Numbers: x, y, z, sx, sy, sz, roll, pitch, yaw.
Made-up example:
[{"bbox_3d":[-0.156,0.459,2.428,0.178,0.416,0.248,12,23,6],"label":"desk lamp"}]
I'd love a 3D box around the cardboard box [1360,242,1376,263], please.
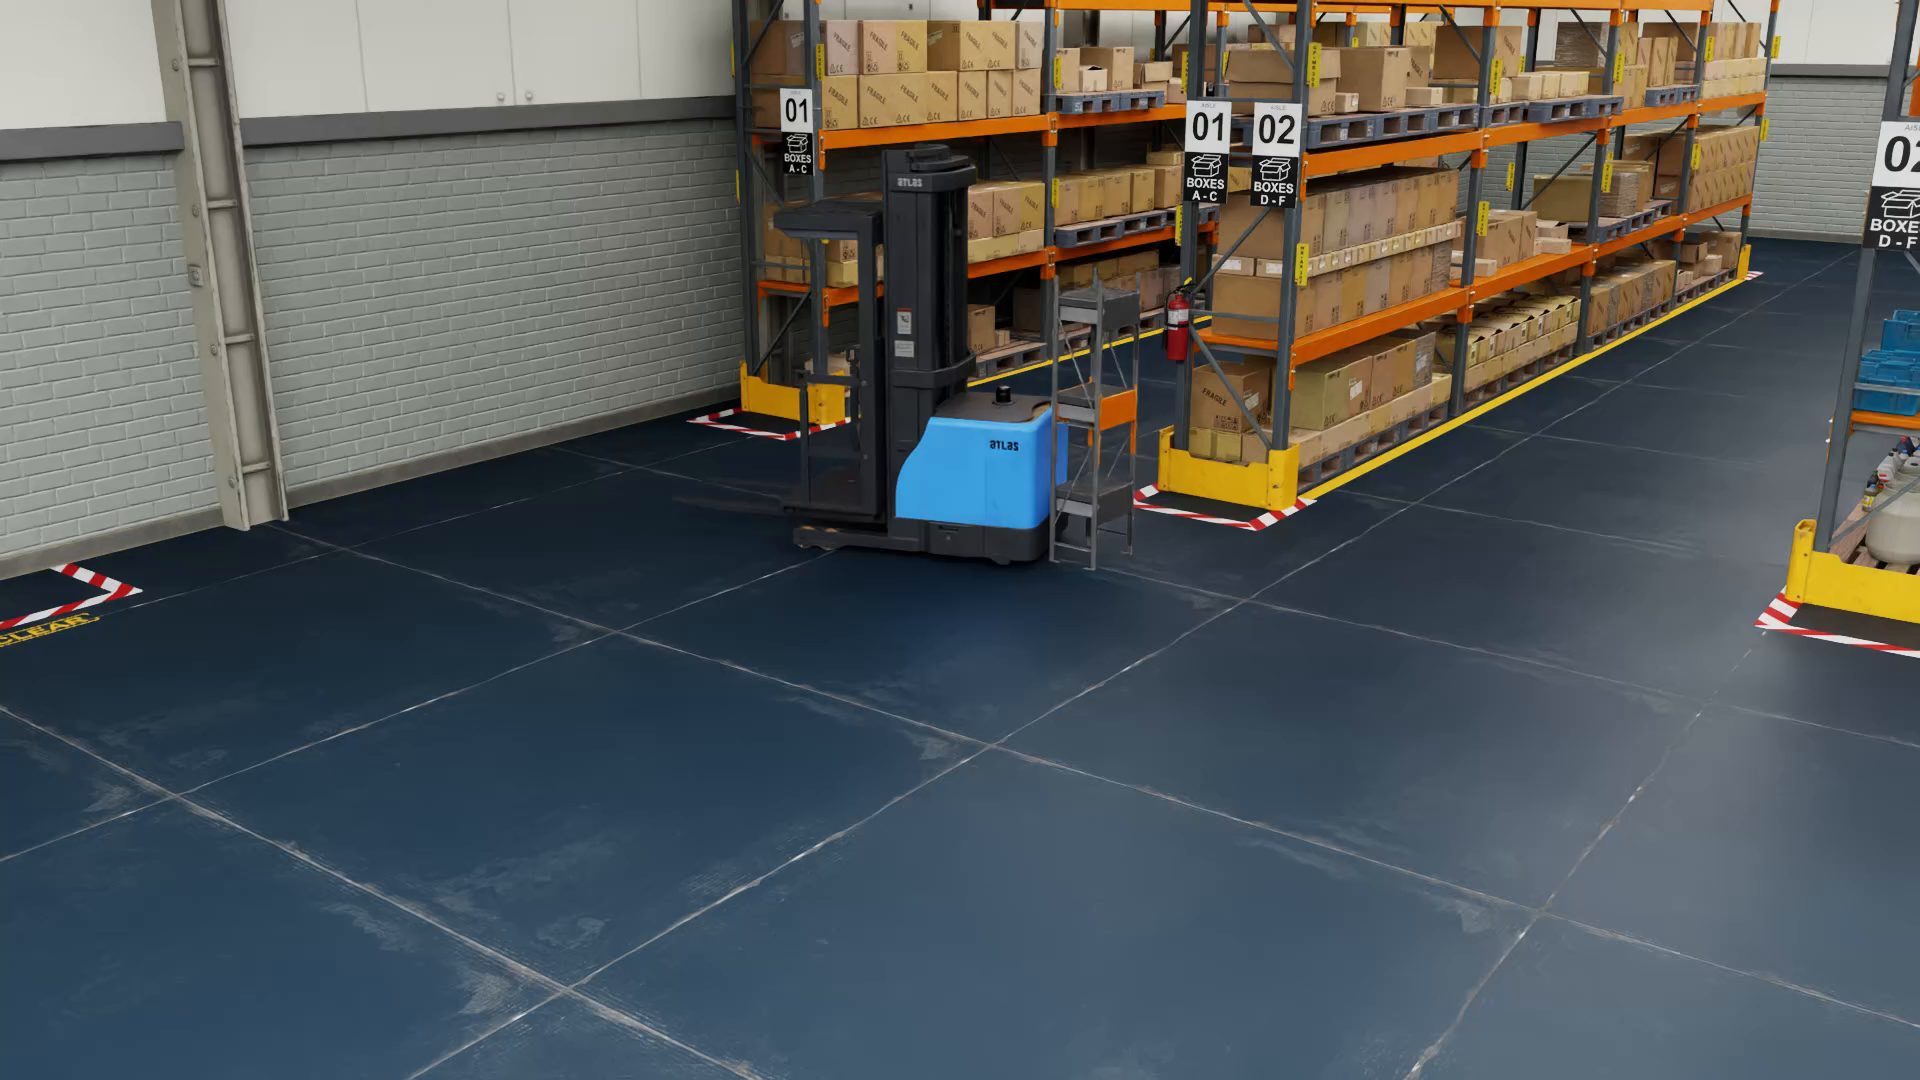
[{"bbox_3d":[3.414,-2.531,14.575,0.380,0.149,0.250,12,21,34],"label":"cardboard box"}]

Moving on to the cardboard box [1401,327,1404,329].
[{"bbox_3d":[4.098,-1.954,16.643,0.500,0.500,0.500,12,21,35],"label":"cardboard box"}]

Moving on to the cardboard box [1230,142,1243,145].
[{"bbox_3d":[3.825,-5.339,22.911,0.500,0.250,0.500,12,21,34],"label":"cardboard box"}]

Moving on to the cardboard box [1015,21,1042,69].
[{"bbox_3d":[0.564,-5.438,18.253,0.500,0.500,0.500,10,20,30],"label":"cardboard box"}]

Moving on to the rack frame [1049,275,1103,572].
[{"bbox_3d":[0.820,-0.813,11.819,0.400,2.100,0.015,13,21,36],"label":"rack frame"}]

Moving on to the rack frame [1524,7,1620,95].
[{"bbox_3d":[7.009,-6.582,18.765,1.000,3.000,0.127,12,21,35],"label":"rack frame"}]

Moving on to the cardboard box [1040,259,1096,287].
[{"bbox_3d":[1.330,-3.297,20.510,0.500,0.250,0.500,12,21,34],"label":"cardboard box"}]

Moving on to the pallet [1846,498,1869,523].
[{"bbox_3d":[7.441,-0.112,12.747,1.003,0.211,1.213,12,21,35],"label":"pallet"}]

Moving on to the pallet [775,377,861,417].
[{"bbox_3d":[-1.181,-1.559,17.409,1.003,0.211,1.213,12,21,35],"label":"pallet"}]

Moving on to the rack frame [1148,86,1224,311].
[{"bbox_3d":[3.028,-4.591,22.470,1.000,3.000,0.127,12,21,35],"label":"rack frame"}]

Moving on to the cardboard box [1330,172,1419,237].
[{"bbox_3d":[3.767,-3.085,15.263,0.700,0.500,0.500,12,21,35],"label":"cardboard box"}]

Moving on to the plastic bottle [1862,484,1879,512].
[{"bbox_3d":[6.960,-0.324,12.705,0.097,0.201,0.097,0,17,0],"label":"plastic bottle"}]

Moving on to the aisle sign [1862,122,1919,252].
[{"bbox_3d":[5.936,-2.212,10.425,0.394,0.787,0.004,12,21,35],"label":"aisle sign"}]

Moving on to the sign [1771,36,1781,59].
[{"bbox_3d":[12.209,-7.375,24.883,0.100,0.325,0.005,12,21,35],"label":"sign"}]

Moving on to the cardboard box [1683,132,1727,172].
[{"bbox_3d":[10.512,-5.502,23.550,0.500,0.500,0.500,12,21,33],"label":"cardboard box"}]

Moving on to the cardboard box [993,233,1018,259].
[{"bbox_3d":[0.302,-3.293,18.508,0.500,0.250,0.500,13,21,35],"label":"cardboard box"}]

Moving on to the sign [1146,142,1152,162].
[{"bbox_3d":[2.580,-5.241,22.612,0.100,0.325,0.005,12,21,35],"label":"sign"}]

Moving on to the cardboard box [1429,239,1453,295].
[{"bbox_3d":[4.366,-2.705,16.228,0.700,0.500,0.500,12,21,33],"label":"cardboard box"}]

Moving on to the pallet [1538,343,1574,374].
[{"bbox_3d":[6.487,-2.196,19.459,1.003,0.211,1.213,12,21,35],"label":"pallet"}]

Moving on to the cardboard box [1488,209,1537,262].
[{"bbox_3d":[6.022,-3.362,18.343,0.500,0.500,0.500,11,20,32],"label":"cardboard box"}]

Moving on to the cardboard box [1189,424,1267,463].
[{"bbox_3d":[2.324,-0.879,14.443,0.500,0.250,0.500,12,21,35],"label":"cardboard box"}]

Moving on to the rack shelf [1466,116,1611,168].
[{"bbox_3d":[5.817,-4.329,17.782,1.077,0.370,4.000,12,21,35],"label":"rack shelf"}]

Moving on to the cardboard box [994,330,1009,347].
[{"bbox_3d":[0.350,-2.363,19.330,0.380,0.166,0.250,9,20,28],"label":"cardboard box"}]

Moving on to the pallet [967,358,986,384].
[{"bbox_3d":[-0.453,-1.849,18.341,1.003,0.211,1.213,12,21,35],"label":"pallet"}]

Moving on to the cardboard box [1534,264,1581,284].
[{"bbox_3d":[7.408,-3.370,20.745,0.500,0.250,0.500,13,22,37],"label":"cardboard box"}]

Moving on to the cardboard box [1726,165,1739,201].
[{"bbox_3d":[11.119,-5.273,24.497,0.500,0.500,0.500,13,21,35],"label":"cardboard box"}]

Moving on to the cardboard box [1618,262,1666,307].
[{"bbox_3d":[9.027,-3.401,22.112,0.500,0.500,0.500,13,21,35],"label":"cardboard box"}]

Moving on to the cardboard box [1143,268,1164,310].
[{"bbox_3d":[2.241,-3.325,21.865,0.700,0.500,0.500,12,21,35],"label":"cardboard box"}]

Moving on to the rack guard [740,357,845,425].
[{"bbox_3d":[-1.693,-1.510,16.763,1.175,0.500,0.348,12,21,35],"label":"rack guard"}]

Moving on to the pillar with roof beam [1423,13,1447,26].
[{"bbox_3d":[12.166,-9.397,27.830,9.100,9.000,0.400,12,21,35],"label":"pillar with roof beam"}]

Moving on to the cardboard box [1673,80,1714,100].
[{"bbox_3d":[9.880,-6.102,22.532,0.500,0.250,0.500,12,21,35],"label":"cardboard box"}]

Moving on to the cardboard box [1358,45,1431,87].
[{"bbox_3d":[4.113,-4.438,15.807,0.500,0.500,0.500,15,22,39],"label":"cardboard box"}]

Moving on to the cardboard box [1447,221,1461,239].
[{"bbox_3d":[4.635,-3.019,16.145,0.380,0.149,0.250,12,21,35],"label":"cardboard box"}]

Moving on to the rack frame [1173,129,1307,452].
[{"bbox_3d":[2.242,-1.811,13.518,1.000,3.000,0.127,12,21,35],"label":"rack frame"}]

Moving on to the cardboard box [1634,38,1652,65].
[{"bbox_3d":[8.240,-5.973,20.816,0.600,0.600,0.600,11,21,33],"label":"cardboard box"}]

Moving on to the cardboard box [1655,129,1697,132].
[{"bbox_3d":[10.390,-5.723,24.260,0.500,0.500,0.500,12,21,34],"label":"cardboard box"}]

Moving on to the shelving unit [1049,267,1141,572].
[{"bbox_3d":[0.971,-0.870,12.003,0.431,2.100,0.503,13,21,36],"label":"shelving unit"}]

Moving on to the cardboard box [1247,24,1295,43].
[{"bbox_3d":[4.465,-7.272,23.870,0.500,0.250,0.500,12,21,33],"label":"cardboard box"}]

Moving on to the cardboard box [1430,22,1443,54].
[{"bbox_3d":[7.578,-8.241,27.278,0.500,0.500,0.500,12,21,35],"label":"cardboard box"}]

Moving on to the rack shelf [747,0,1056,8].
[{"bbox_3d":[-0.547,-5.682,17.086,1.077,0.370,4.000,12,21,35],"label":"rack shelf"}]

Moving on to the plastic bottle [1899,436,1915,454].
[{"bbox_3d":[7.787,-0.714,13.710,0.144,0.351,0.185,13,22,36],"label":"plastic bottle"}]

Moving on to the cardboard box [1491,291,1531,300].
[{"bbox_3d":[6.461,-2.799,19.682,0.500,0.311,0.500,13,22,37],"label":"cardboard box"}]

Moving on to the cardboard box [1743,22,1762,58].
[{"bbox_3d":[11.482,-7.455,24.779,0.700,0.500,0.500,12,21,35],"label":"cardboard box"}]

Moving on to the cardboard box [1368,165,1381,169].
[{"bbox_3d":[6.187,-5.986,26.457,0.980,0.700,0.700,12,21,33],"label":"cardboard box"}]

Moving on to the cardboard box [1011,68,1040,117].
[{"bbox_3d":[0.541,-4.964,18.410,0.500,0.500,0.500,13,22,36],"label":"cardboard box"}]

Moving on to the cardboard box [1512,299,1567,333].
[{"bbox_3d":[6.590,-2.579,18.972,0.500,0.311,0.500,12,21,34],"label":"cardboard box"}]

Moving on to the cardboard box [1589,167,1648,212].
[{"bbox_3d":[8.389,-4.486,21.255,0.700,0.500,0.500,7,19,21],"label":"cardboard box"}]

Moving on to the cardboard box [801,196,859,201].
[{"bbox_3d":[-1.321,-3.250,17.105,0.500,0.500,0.500,13,21,35],"label":"cardboard box"}]

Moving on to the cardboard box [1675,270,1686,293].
[{"bbox_3d":[9.816,-3.657,23.255,0.500,0.311,0.500,12,21,35],"label":"cardboard box"}]

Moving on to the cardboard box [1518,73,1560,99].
[{"bbox_3d":[6.136,-4.898,17.945,0.500,0.250,0.500,12,21,34],"label":"cardboard box"}]

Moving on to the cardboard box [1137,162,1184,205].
[{"bbox_3d":[2.756,-4.735,22.024,0.700,0.500,0.500,10,20,28],"label":"cardboard box"}]

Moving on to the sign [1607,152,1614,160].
[{"bbox_3d":[8.952,-5.177,22.897,0.100,0.325,0.005,12,21,35],"label":"sign"}]

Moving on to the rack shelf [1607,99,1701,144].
[{"bbox_3d":[8.200,-5.282,20.850,1.077,0.370,4.000,12,21,35],"label":"rack shelf"}]

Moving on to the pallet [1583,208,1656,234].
[{"bbox_3d":[8.164,-4.089,21.177,1.003,0.211,1.213,12,21,35],"label":"pallet"}]

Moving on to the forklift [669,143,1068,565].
[{"bbox_3d":[-0.741,-1.459,12.498,3.031,2.935,1.130,6,18,18],"label":"forklift"}]
